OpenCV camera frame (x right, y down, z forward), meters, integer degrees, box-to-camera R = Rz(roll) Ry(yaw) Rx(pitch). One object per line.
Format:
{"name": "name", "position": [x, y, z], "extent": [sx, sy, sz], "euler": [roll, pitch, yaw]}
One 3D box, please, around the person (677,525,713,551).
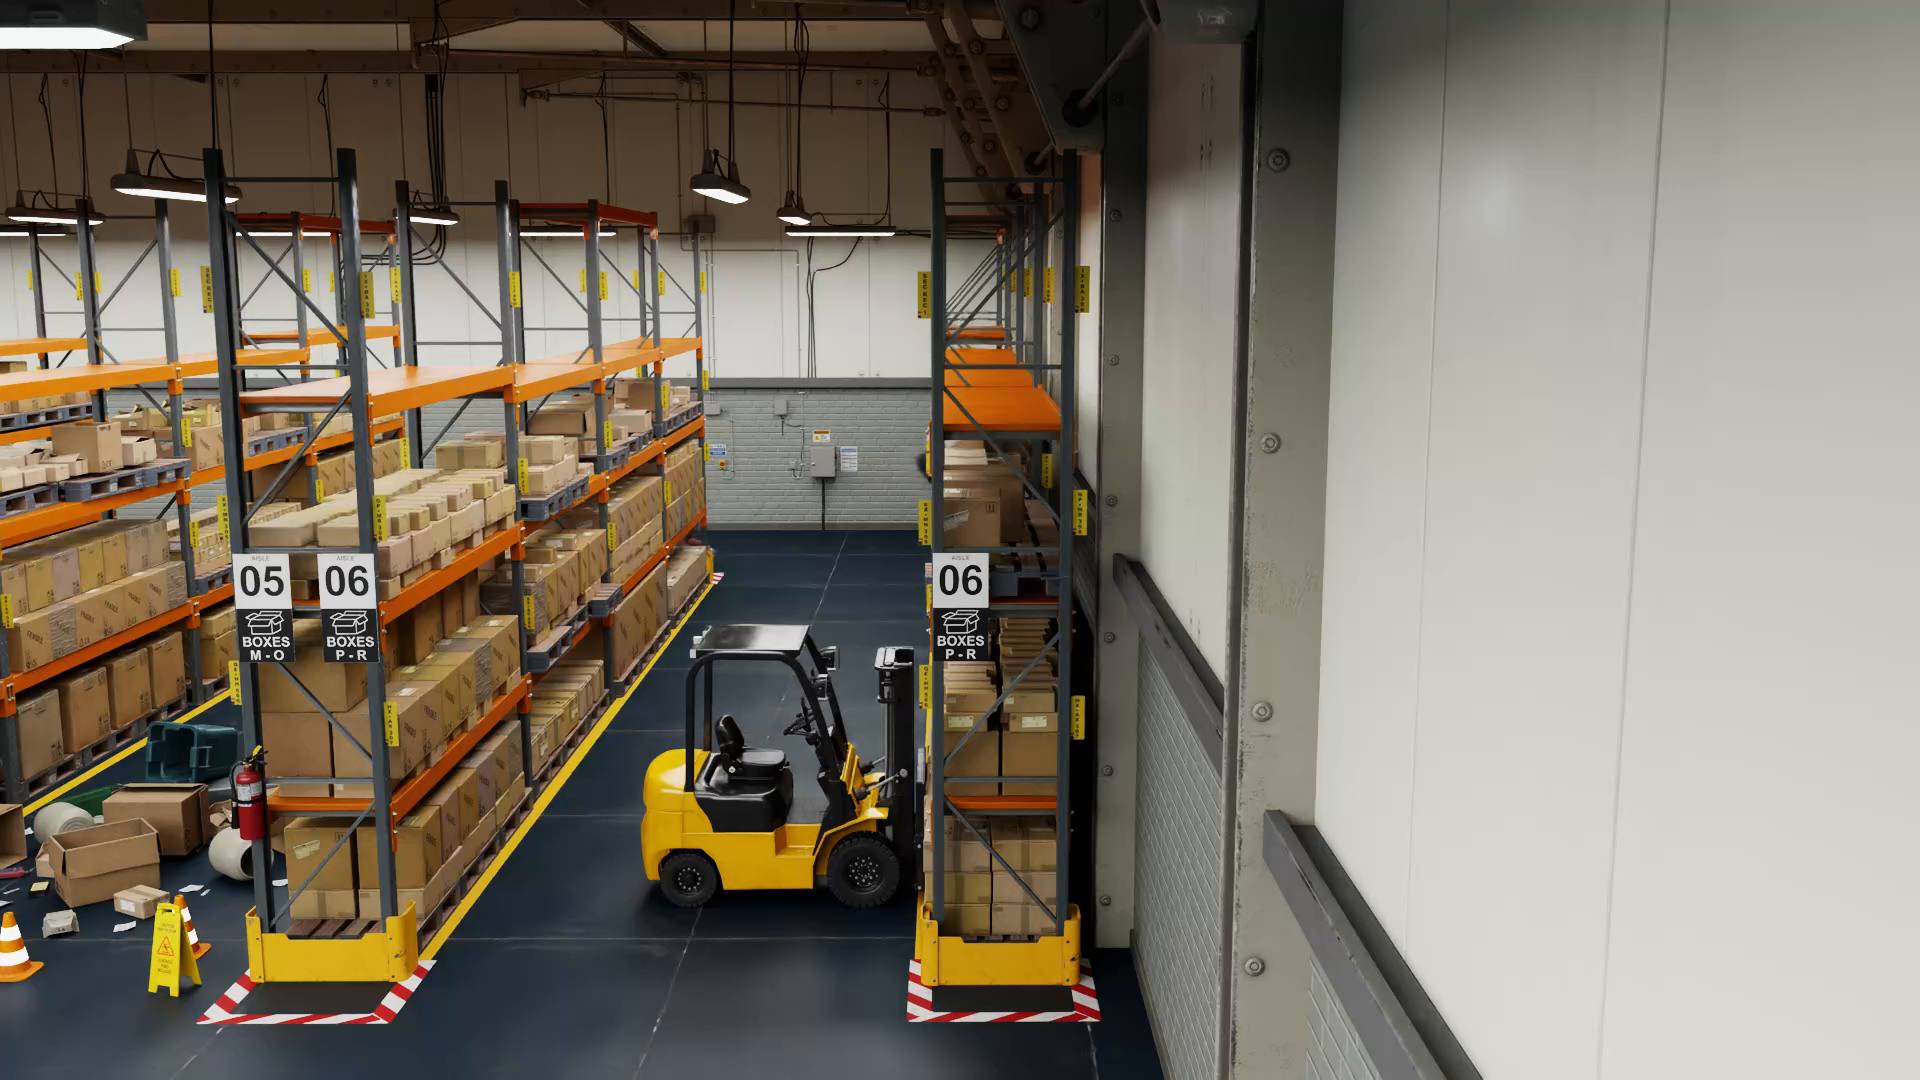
{"name": "person", "position": [-4.745, -0.298, 29.214], "extent": [0.670, 1.617, 0.655], "euler": [2, 9, 10]}
